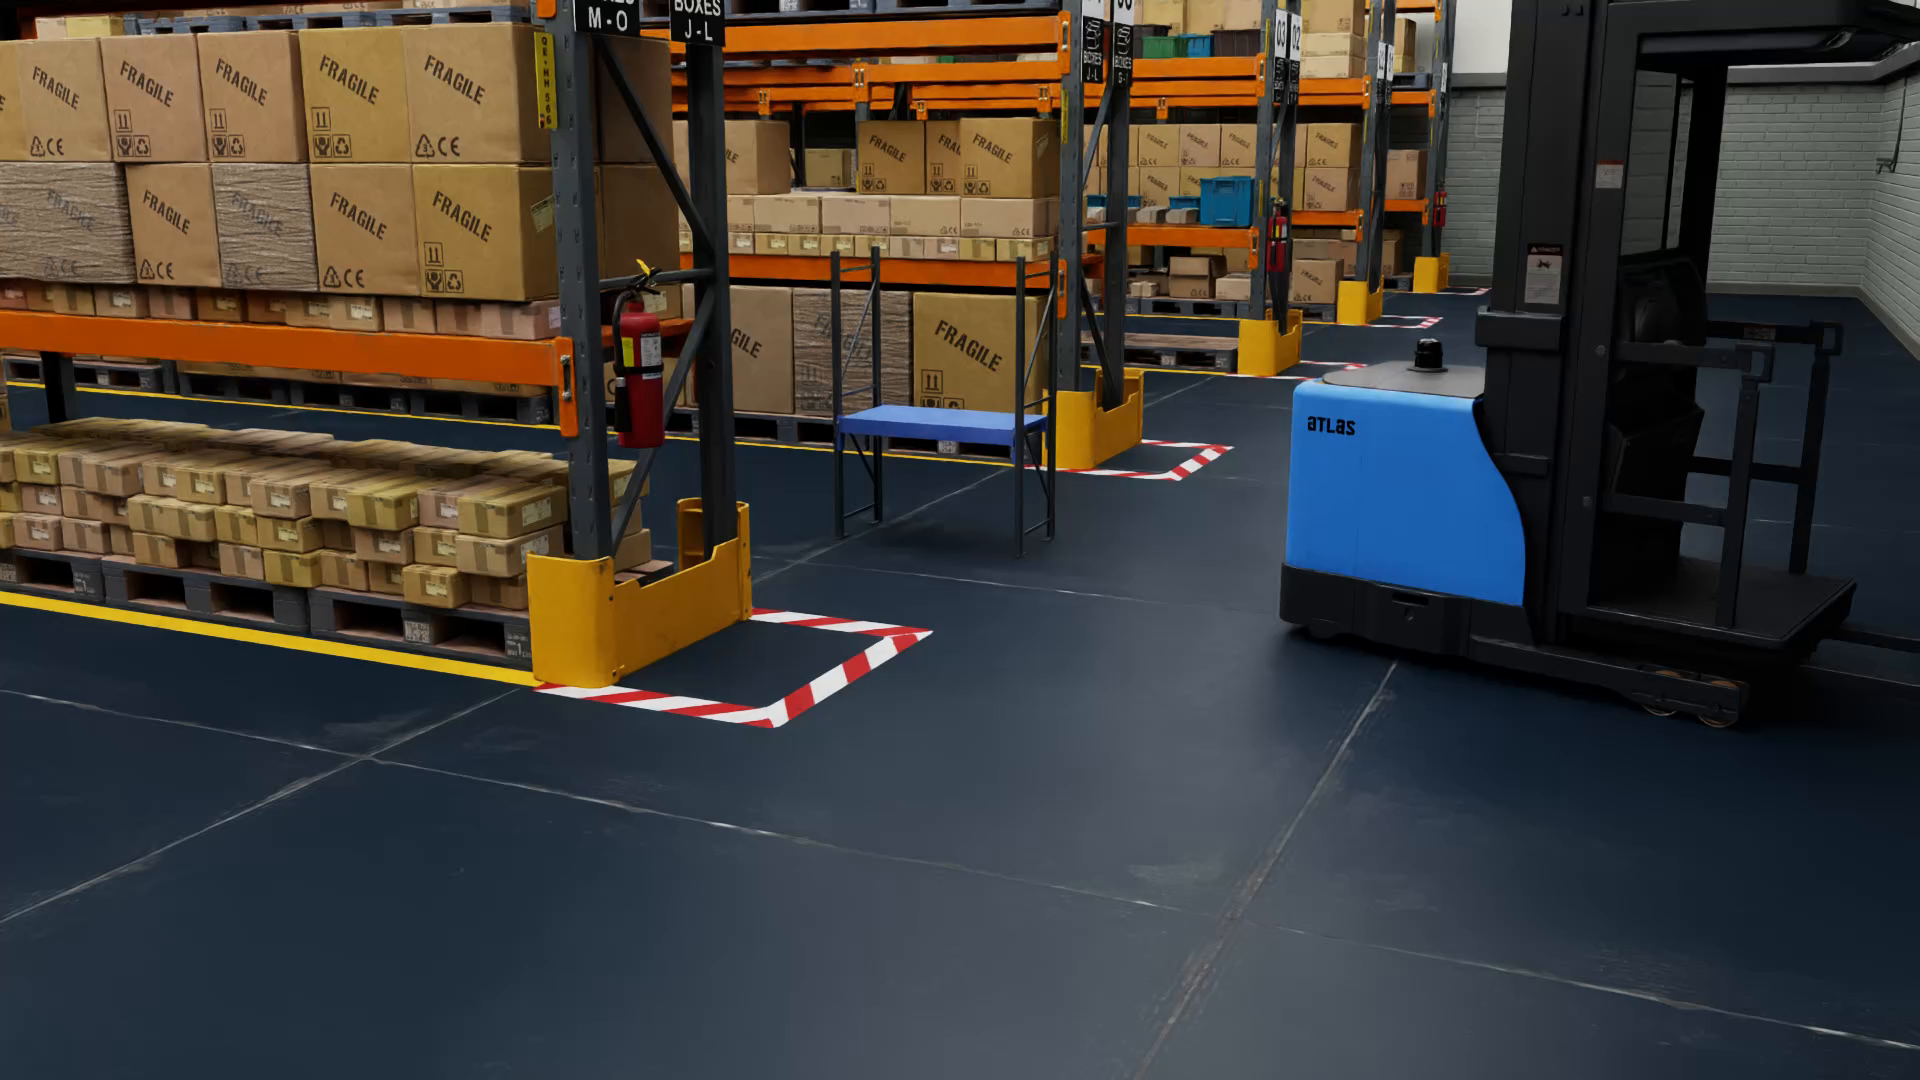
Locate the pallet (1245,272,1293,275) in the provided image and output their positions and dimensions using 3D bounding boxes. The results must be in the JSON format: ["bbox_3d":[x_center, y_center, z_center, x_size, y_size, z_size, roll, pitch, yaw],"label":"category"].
[{"bbox_3d":[5.026,-3.963,25.181,1.213,0.211,1.003,6,14,23],"label":"pallet"}]

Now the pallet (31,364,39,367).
[{"bbox_3d":[-9.377,-1.727,15.652,1.213,0.211,1.003,6,14,23],"label":"pallet"}]

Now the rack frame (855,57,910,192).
[{"bbox_3d":[-0.769,-3.450,16.893,0.127,3.000,1.000,6,14,23],"label":"rack frame"}]

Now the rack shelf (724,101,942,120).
[{"bbox_3d":[-2.242,-7.185,27.817,4.000,0.370,1.077,6,14,23],"label":"rack shelf"}]

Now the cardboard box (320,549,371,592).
[{"bbox_3d":[-2.499,0.094,7.110,0.250,0.149,0.380,6,14,24],"label":"cardboard box"}]

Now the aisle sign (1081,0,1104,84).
[{"bbox_3d":[0.826,-3.242,10.315,0.004,0.787,0.394,6,14,23],"label":"aisle sign"}]

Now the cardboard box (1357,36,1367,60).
[{"bbox_3d":[4.533,-5.847,19.775,0.500,0.250,0.500,6,14,23],"label":"cardboard box"}]

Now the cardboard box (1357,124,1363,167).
[{"bbox_3d":[4.599,-4.746,20.008,0.500,0.500,0.500,6,15,25],"label":"cardboard box"}]

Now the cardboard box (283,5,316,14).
[{"bbox_3d":[-5.021,-4.397,13.221,0.500,0.500,0.500,7,15,26],"label":"cardboard box"}]

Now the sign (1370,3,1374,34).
[{"bbox_3d":[4.654,-5.892,18.794,0.005,0.325,0.100,6,14,23],"label":"sign"}]

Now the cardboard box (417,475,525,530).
[{"bbox_3d":[-2.013,-0.157,6.875,0.250,0.149,0.380,6,15,24],"label":"cardboard box"}]

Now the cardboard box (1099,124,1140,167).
[{"bbox_3d":[2.029,-4.870,20.536,0.500,0.500,0.500,5,14,21],"label":"cardboard box"}]

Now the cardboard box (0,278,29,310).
[{"bbox_3d":[-4.219,-1.150,7.641,0.250,0.149,0.380,5,14,21],"label":"cardboard box"}]

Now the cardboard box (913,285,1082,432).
[{"bbox_3d":[0.264,-1.258,11.283,0.875,0.875,0.875,6,14,23],"label":"cardboard box"}]

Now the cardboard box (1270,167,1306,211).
[{"bbox_3d":[3.902,-4.195,19.848,0.500,0.500,0.500,6,14,24],"label":"cardboard box"}]

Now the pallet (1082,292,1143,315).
[{"bbox_3d":[1.868,-3.063,21.348,1.213,0.211,1.003,6,14,23],"label":"pallet"}]

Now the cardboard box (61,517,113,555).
[{"bbox_3d":[-3.930,-0.055,7.745,0.250,0.149,0.380,5,14,22],"label":"cardboard box"}]

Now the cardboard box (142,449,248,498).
[{"bbox_3d":[-3.437,-0.301,7.492,0.250,0.149,0.380,5,14,21],"label":"cardboard box"}]

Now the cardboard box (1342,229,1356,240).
[{"bbox_3d":[5.795,-4.494,24.473,0.250,0.149,0.380,6,15,25],"label":"cardboard box"}]

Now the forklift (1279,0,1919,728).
[{"bbox_3d":[2.810,-0.896,6.156,3.031,2.935,1.130,11,17,38],"label":"forklift"}]

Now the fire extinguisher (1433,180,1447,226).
[{"bbox_3d":[6.852,-4.820,23.716,0.183,0.674,0.296,6,14,23],"label":"fire extinguisher"}]

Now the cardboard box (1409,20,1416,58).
[{"bbox_3d":[6.331,-7.273,24.167,0.500,0.500,0.500,5,14,21],"label":"cardboard box"}]

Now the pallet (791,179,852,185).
[{"bbox_3d":[-2.240,-5.971,28.055,1.213,0.211,1.003,6,14,23],"label":"pallet"}]

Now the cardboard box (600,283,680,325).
[{"bbox_3d":[-1.383,-0.995,6.980,0.250,0.149,0.380,6,14,23],"label":"cardboard box"}]

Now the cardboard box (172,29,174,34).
[{"bbox_3d":[-6.759,-4.270,14.148,0.500,0.250,0.500,6,15,24],"label":"cardboard box"}]

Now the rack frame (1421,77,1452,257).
[{"bbox_3d":[6.901,-5.150,24.134,0.127,3.000,1.000,6,14,23],"label":"rack frame"}]

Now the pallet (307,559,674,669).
[{"bbox_3d":[-2.018,0.249,7.232,1.213,0.211,1.003,6,14,23],"label":"pallet"}]

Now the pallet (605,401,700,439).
[{"bbox_3d":[-2.112,-0.972,12.434,1.213,0.211,1.003,6,14,23],"label":"pallet"}]

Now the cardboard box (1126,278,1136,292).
[{"bbox_3d":[2.243,-3.295,21.510,0.250,0.149,0.380,6,14,23],"label":"cardboard box"}]

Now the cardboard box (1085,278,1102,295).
[{"bbox_3d":[1.537,-3.306,21.200,0.500,0.311,0.500,6,14,23],"label":"cardboard box"}]

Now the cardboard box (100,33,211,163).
[{"bbox_3d":[-3.166,-1.831,6.934,0.500,0.500,0.500,5,14,21],"label":"cardboard box"}]

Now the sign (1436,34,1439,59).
[{"bbox_3d":[6.668,-6.890,23.222,0.005,0.325,0.100,6,14,23],"label":"sign"}]

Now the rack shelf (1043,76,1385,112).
[{"bbox_3d":[3.069,-5.410,20.252,4.000,0.370,1.077,6,14,23],"label":"rack shelf"}]

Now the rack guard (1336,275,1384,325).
[{"bbox_3d":[4.828,-2.905,20.039,0.348,0.500,1.175,6,14,23],"label":"rack guard"}]

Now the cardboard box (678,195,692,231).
[{"bbox_3d":[-1.999,-2.342,11.849,0.500,0.250,0.500,6,14,23],"label":"cardboard box"}]

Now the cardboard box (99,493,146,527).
[{"bbox_3d":[-3.682,-0.175,7.603,0.250,0.149,0.380,7,15,26],"label":"cardboard box"}]

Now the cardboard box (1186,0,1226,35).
[{"bbox_3d":[3.079,-6.308,20.098,0.500,0.500,0.700,6,14,23],"label":"cardboard box"}]

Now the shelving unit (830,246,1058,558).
[{"bbox_3d":[-0.078,-0.738,8.617,1.048,1.500,0.538,6,14,23],"label":"shelving unit"}]

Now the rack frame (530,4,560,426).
[{"bbox_3d":[-2.775,-2.416,12.485,0.127,3.000,1.000,6,14,23],"label":"rack frame"}]

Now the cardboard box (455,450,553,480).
[{"bbox_3d":[-2.040,-0.295,7.466,0.250,0.149,0.380,6,14,23],"label":"cardboard box"}]

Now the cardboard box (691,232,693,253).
[{"bbox_3d":[-1.683,-2.101,11.691,0.250,0.149,0.380,6,14,22],"label":"cardboard box"}]

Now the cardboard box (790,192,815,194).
[{"bbox_3d":[-1.325,-2.407,12.124,0.500,0.250,0.500,6,15,24],"label":"cardboard box"}]

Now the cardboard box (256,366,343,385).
[{"bbox_3d":[-4.998,-1.804,13.608,0.875,0.875,1.225,6,14,23],"label":"cardboard box"}]

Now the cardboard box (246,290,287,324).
[{"bbox_3d":[-2.774,-1.006,7.024,0.250,0.149,0.380,5,14,21],"label":"cardboard box"}]

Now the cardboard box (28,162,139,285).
[{"bbox_3d":[-3.625,-1.386,7.225,0.500,0.500,0.500,5,14,22],"label":"cardboard box"}]

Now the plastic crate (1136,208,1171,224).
[{"bbox_3d":[1.810,-3.049,15.627,0.243,0.136,0.396,6,14,23],"label":"plastic crate"}]

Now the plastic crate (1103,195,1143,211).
[{"bbox_3d":[1.592,-3.241,16.238,0.300,0.233,0.416,6,14,23],"label":"plastic crate"}]

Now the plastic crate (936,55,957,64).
[{"bbox_3d":[-0.260,-4.832,16.677,0.662,0.188,0.450,6,14,23],"label":"plastic crate"}]

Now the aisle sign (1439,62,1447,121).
[{"bbox_3d":[6.845,-6.346,23.542,0.004,0.787,0.394,6,14,23],"label":"aisle sign"}]

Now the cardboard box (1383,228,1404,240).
[{"bbox_3d":[6.415,-4.527,24.614,0.250,0.149,0.380,6,14,24],"label":"cardboard box"}]

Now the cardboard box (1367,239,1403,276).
[{"bbox_3d":[6.220,-4.181,24.559,0.500,0.500,0.700,6,14,23],"label":"cardboard box"}]

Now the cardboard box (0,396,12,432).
[{"bbox_3d":[-5.445,-0.501,8.874,0.500,0.500,0.500,6,15,25],"label":"cardboard box"}]

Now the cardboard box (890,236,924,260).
[{"bbox_3d":[-0.274,-1.958,11.084,0.250,0.149,0.380,6,15,24],"label":"cardboard box"}]

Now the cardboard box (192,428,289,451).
[{"bbox_3d":[-3.475,-0.434,8.057,0.250,0.149,0.380,5,14,21],"label":"cardboard box"}]

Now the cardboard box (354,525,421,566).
[{"bbox_3d":[-2.294,-0.017,6.933,0.250,0.149,0.380,5,14,21],"label":"cardboard box"}]

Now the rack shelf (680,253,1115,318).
[{"bbox_3d":[-0.947,-1.881,11.778,4.000,0.370,1.077,6,14,23],"label":"rack shelf"}]
